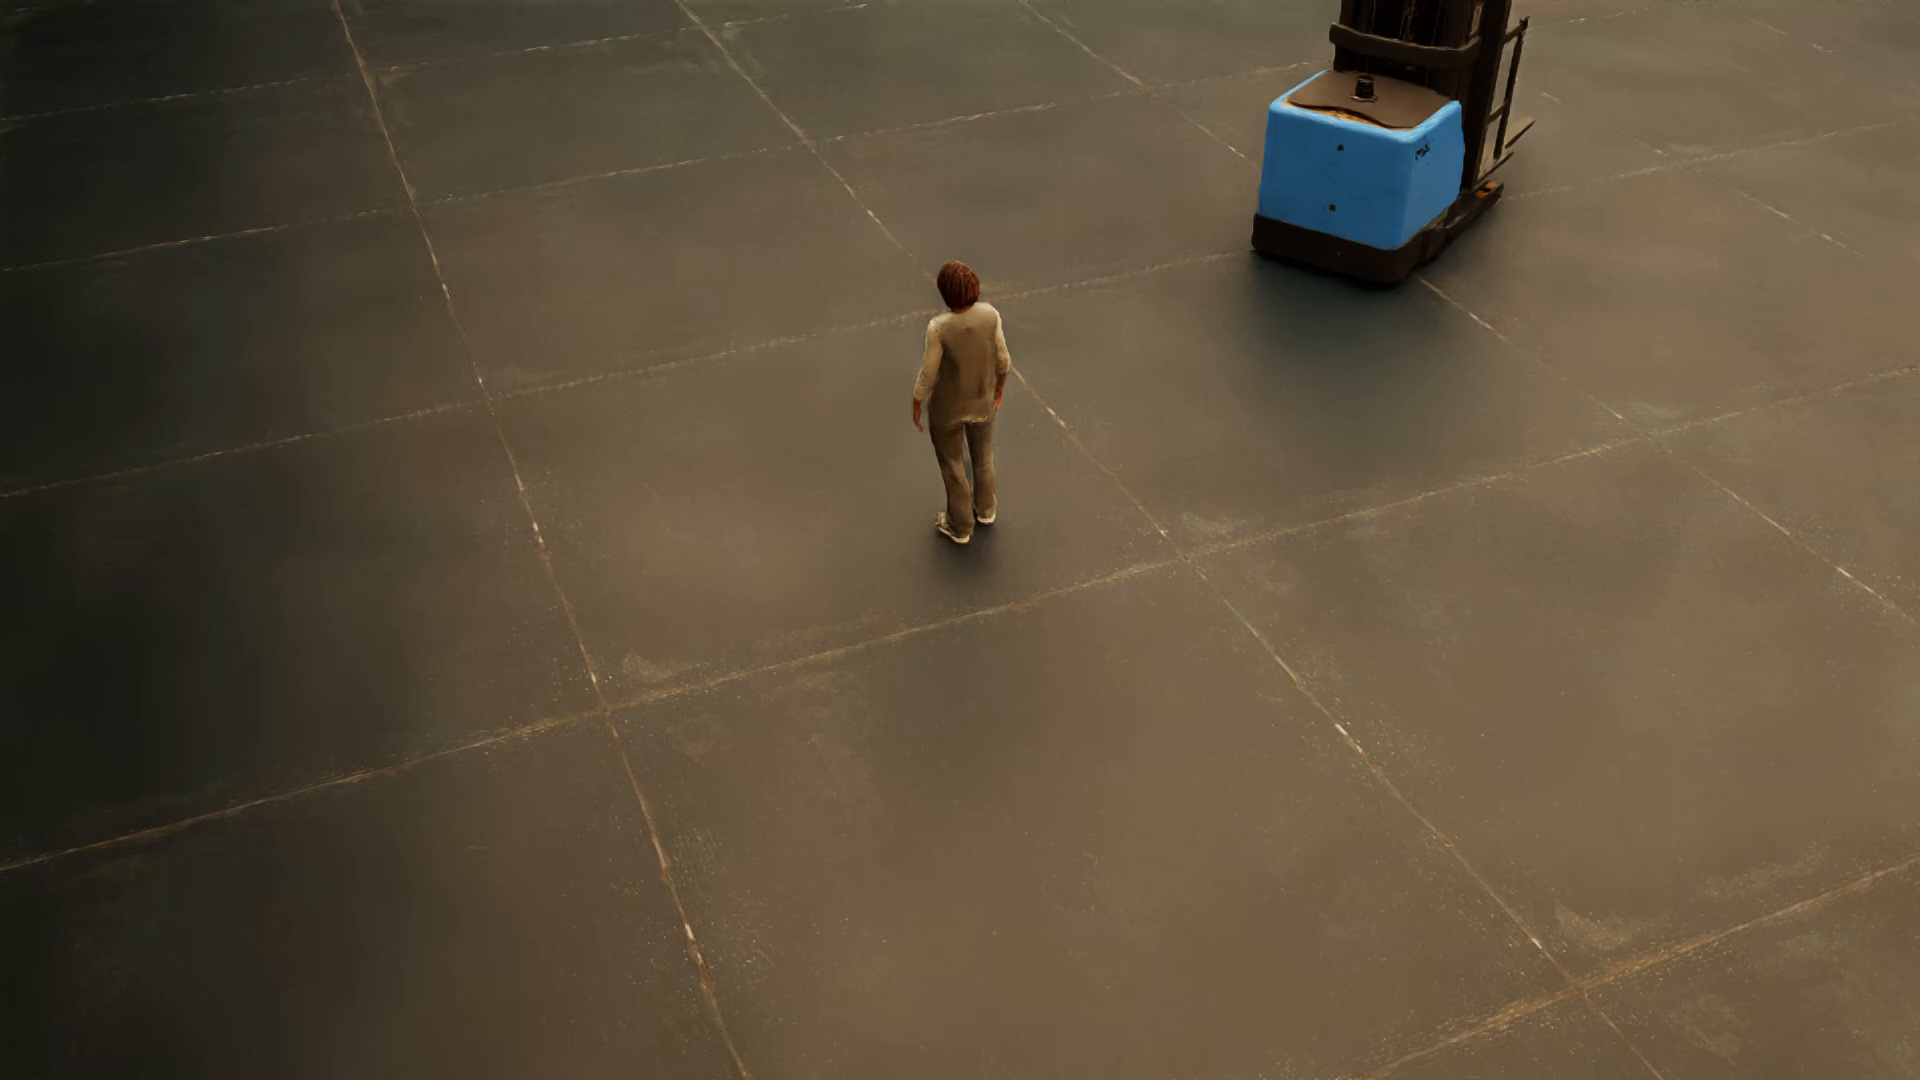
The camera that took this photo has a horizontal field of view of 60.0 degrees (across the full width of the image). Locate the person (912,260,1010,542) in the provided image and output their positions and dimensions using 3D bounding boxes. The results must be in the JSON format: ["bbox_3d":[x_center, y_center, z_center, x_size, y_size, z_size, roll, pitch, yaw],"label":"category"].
[{"bbox_3d":[-0.016,-0.699,8.221,0.521,1.597,0.474,-14,38,-19],"label":"person"}]

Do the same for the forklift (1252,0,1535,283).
[{"bbox_3d":[3.267,-3.674,11.265,1.130,2.935,3.031,23,41,29],"label":"forklift"}]
